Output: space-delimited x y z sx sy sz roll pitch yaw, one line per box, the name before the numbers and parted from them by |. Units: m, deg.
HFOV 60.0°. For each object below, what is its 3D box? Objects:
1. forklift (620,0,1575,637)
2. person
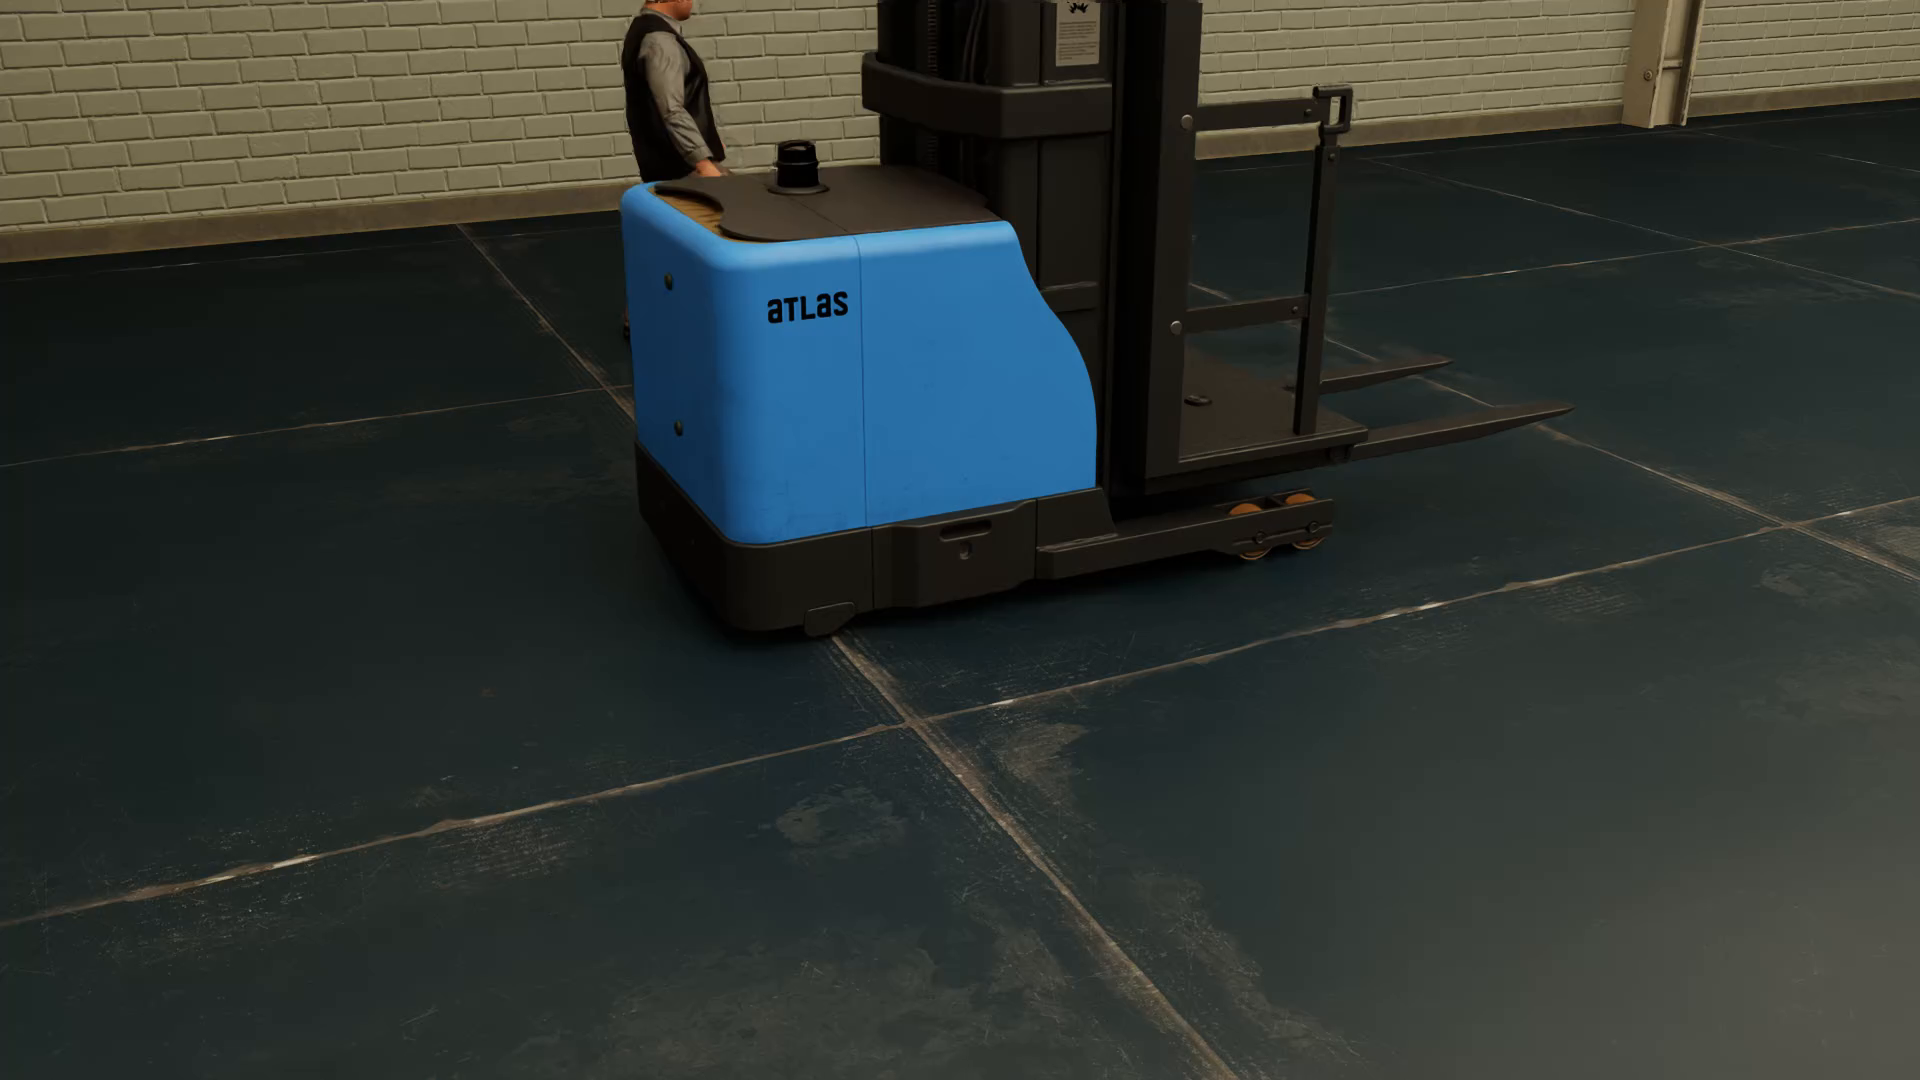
forklift | 0.569 -1.465 4.812 3.031 2.935 1.130 -10 25 -23
person | -1.087 -1.541 6.779 0.639 1.597 0.936 -7 23 -16
